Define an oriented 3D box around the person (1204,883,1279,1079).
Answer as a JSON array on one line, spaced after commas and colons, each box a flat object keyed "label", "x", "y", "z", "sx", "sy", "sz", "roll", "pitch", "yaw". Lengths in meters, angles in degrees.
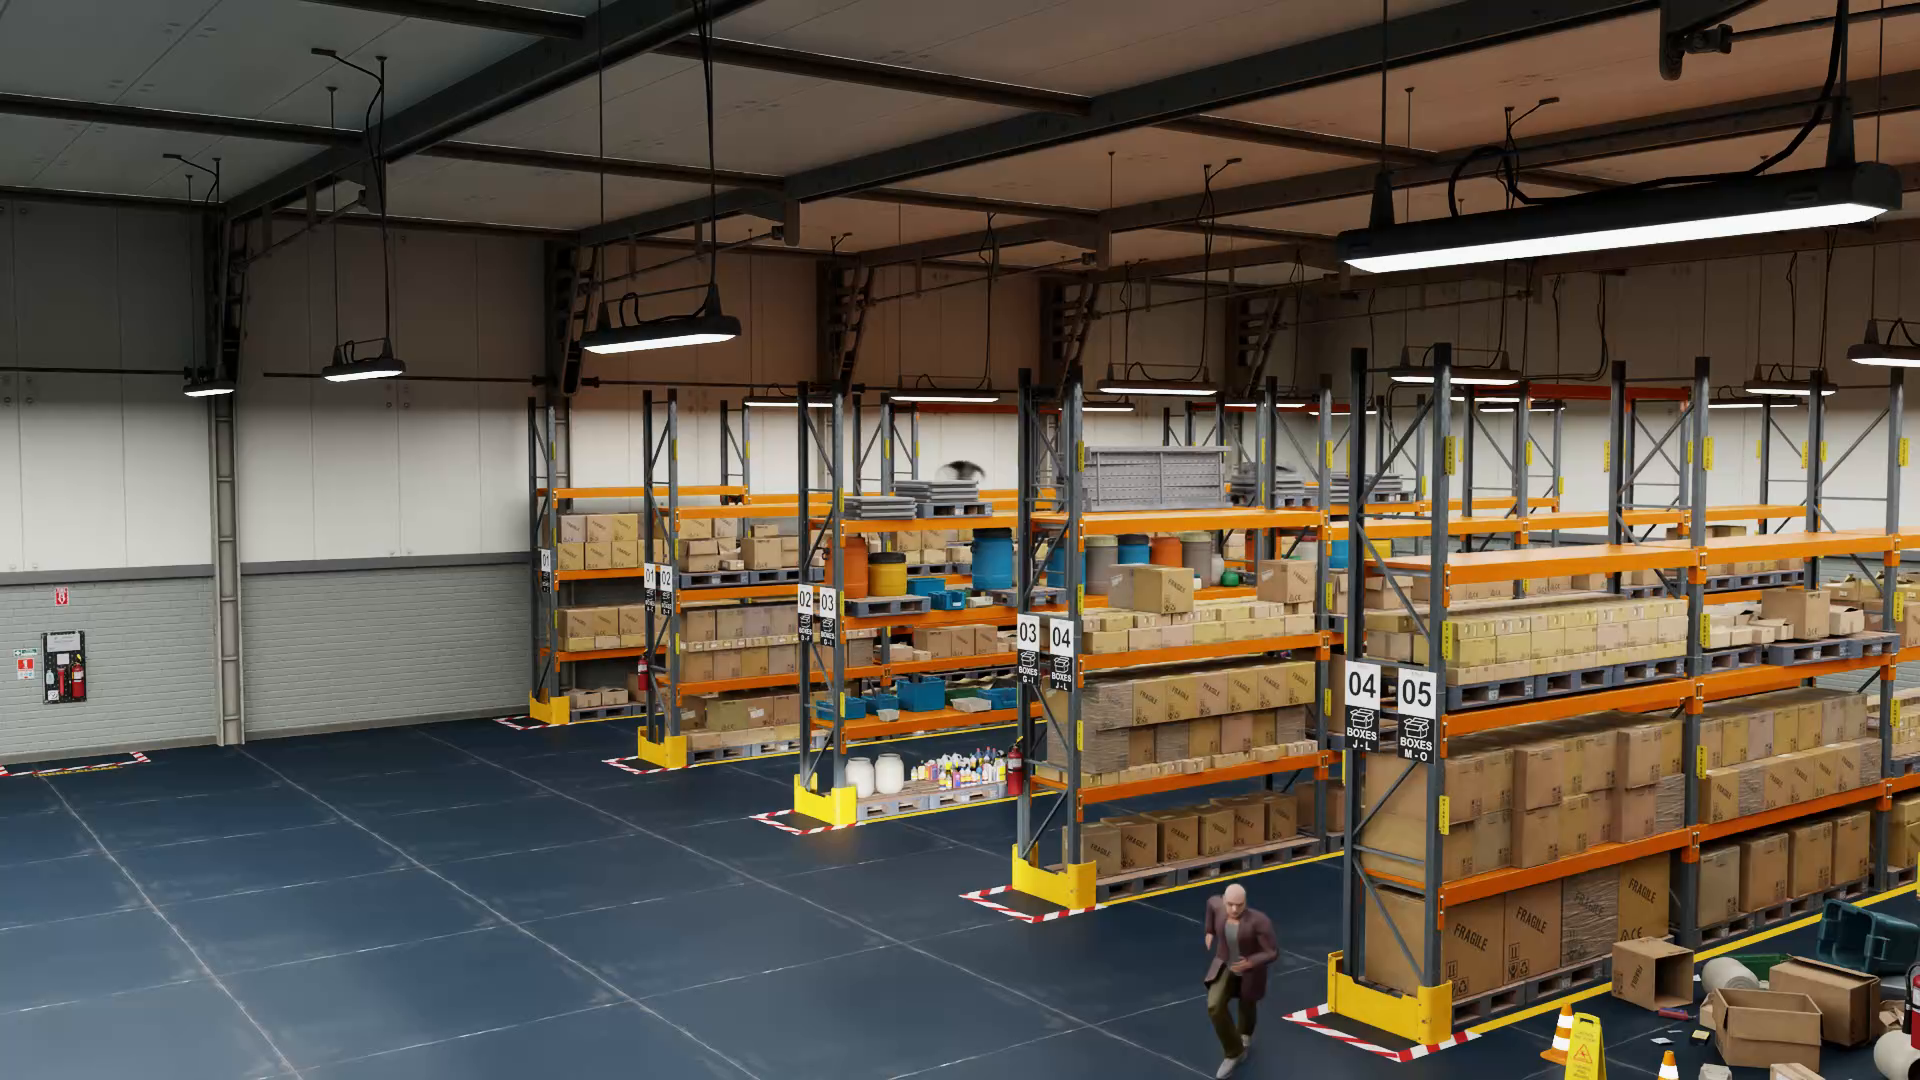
[{"label": "person", "x": 2.313, "y": 3.533, "z": 13.679, "sx": 0.726, "sy": 1.602, "sz": 1.183, "roll": 2, "pitch": 4, "yaw": 25}]
